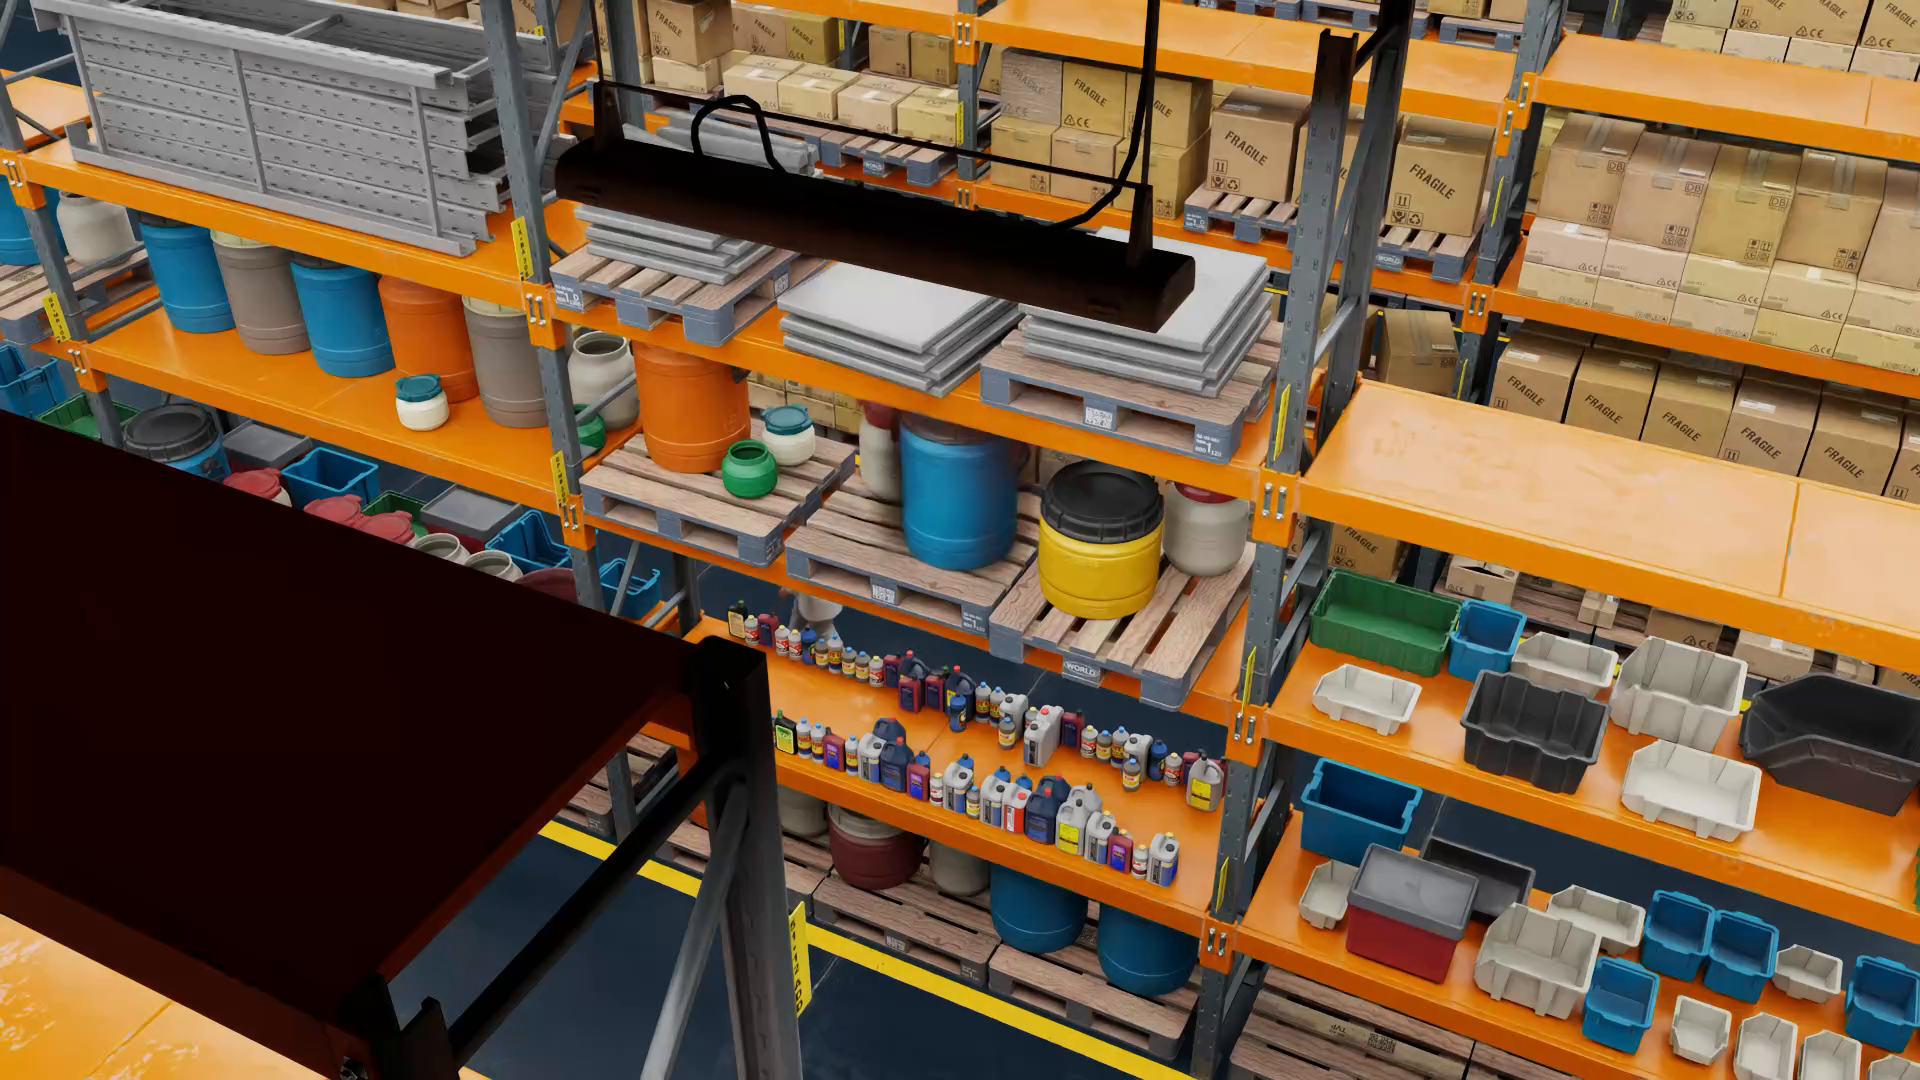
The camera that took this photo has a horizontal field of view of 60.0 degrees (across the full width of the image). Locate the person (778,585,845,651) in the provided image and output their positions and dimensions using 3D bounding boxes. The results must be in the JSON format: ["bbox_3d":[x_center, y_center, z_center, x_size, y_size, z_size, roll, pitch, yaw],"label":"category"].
[{"bbox_3d":[-1.121,0.269,11.976,0.798,1.794,0.620,8,36,11],"label":"person"}]
